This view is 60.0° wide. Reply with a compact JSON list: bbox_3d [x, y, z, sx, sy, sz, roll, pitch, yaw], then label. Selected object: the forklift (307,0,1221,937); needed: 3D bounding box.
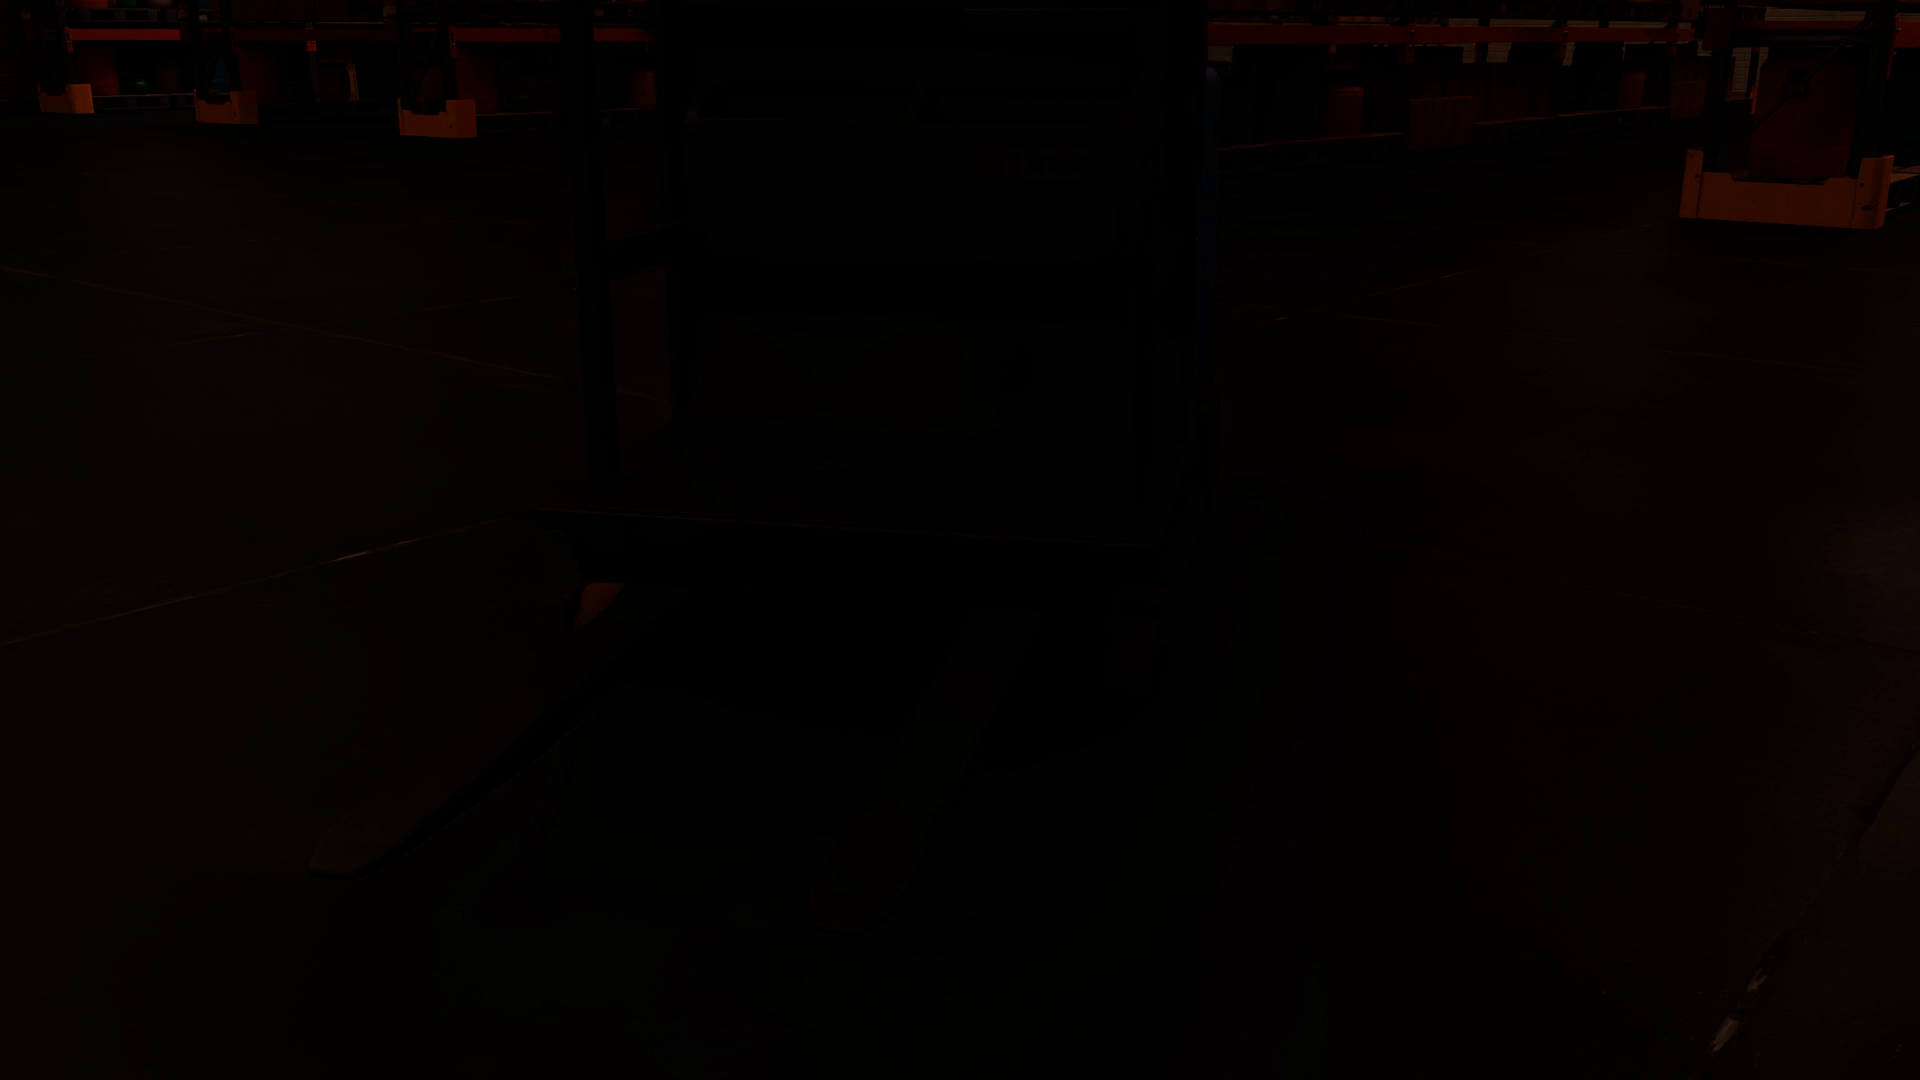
[{"bbox_3d":[-0.119,-1.218,2.908,1.130,2.935,3.031,3,17,11],"label":"forklift"}]
